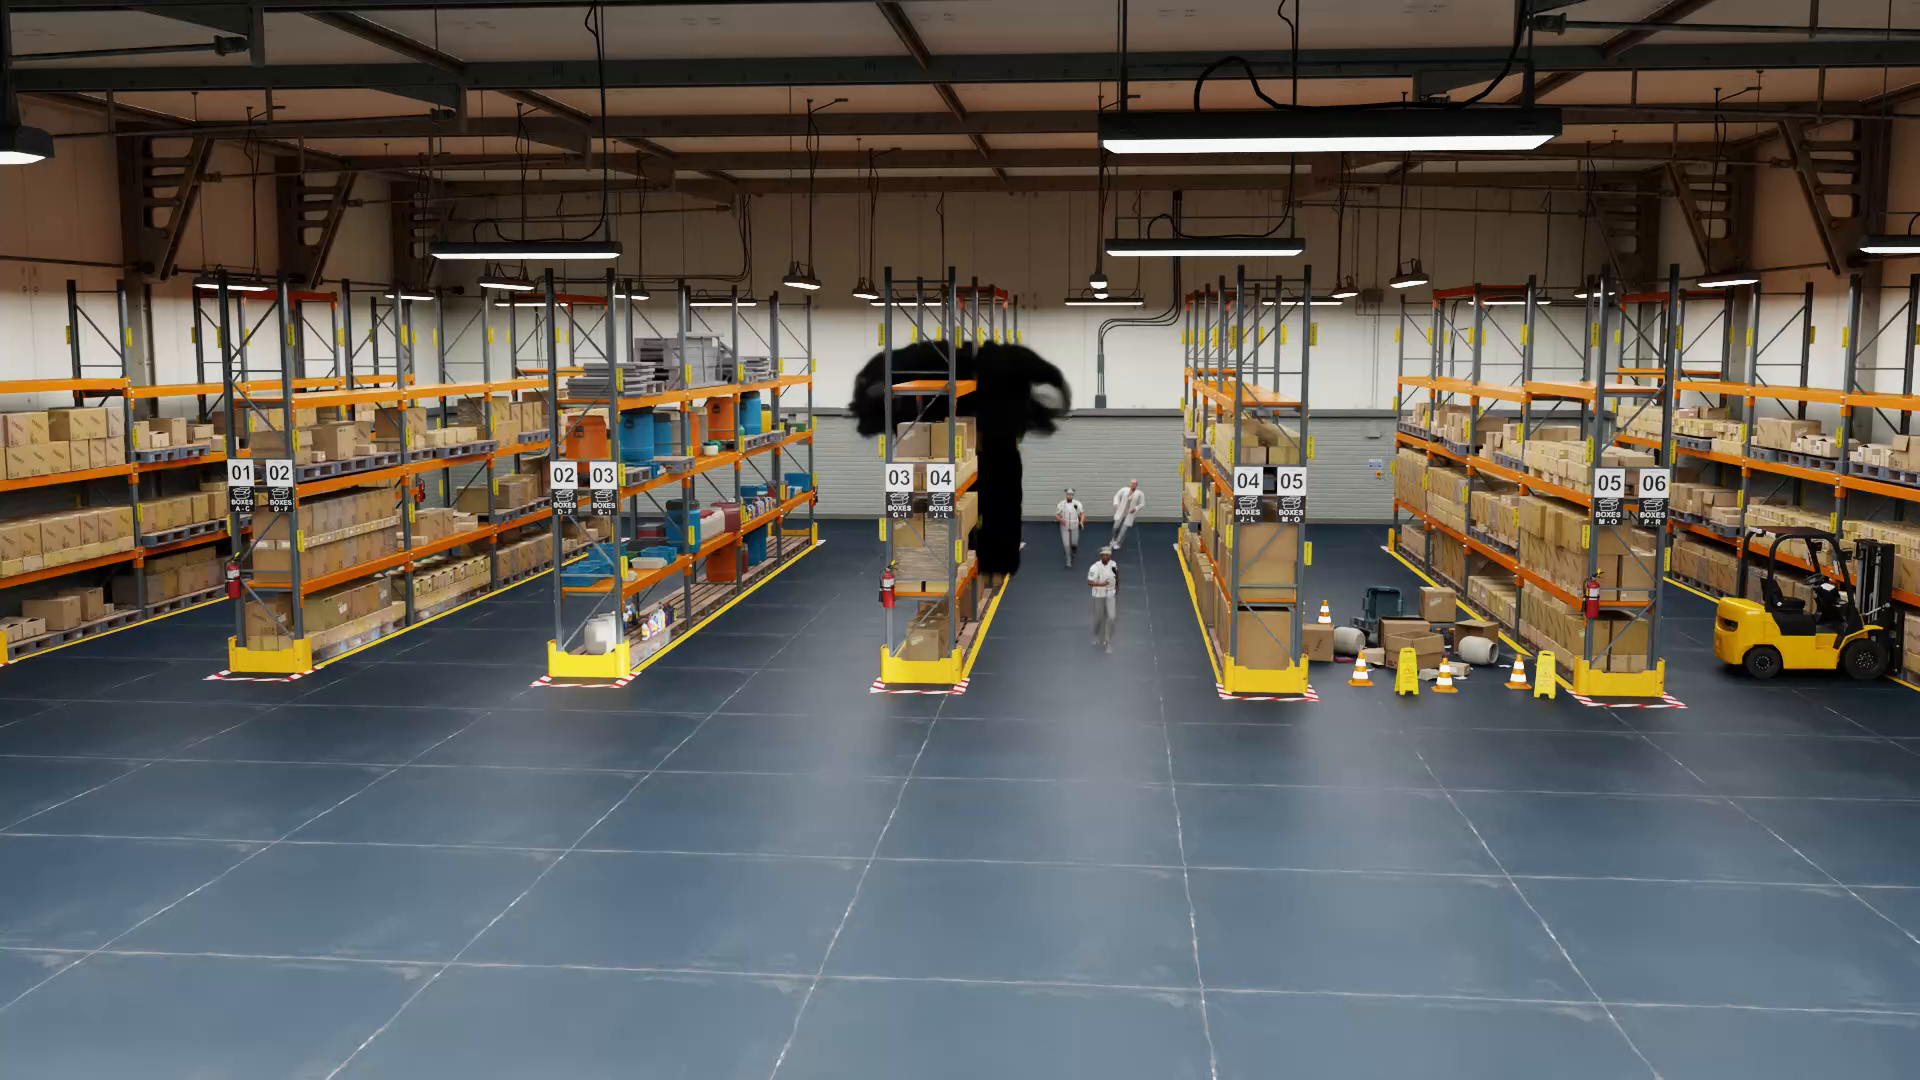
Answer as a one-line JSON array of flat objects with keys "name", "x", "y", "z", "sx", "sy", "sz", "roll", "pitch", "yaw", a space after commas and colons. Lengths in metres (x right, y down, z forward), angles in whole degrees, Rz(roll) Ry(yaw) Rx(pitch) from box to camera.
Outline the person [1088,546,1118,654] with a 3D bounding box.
[{"name": "person", "x": 2.296, "y": 0.937, "z": 26.734, "sx": 0.600, "sy": 1.735, "sz": 0.832, "roll": -2, "pitch": 7, "yaw": -15}]

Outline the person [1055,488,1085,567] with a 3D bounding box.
[{"name": "person", "x": 2.411, "y": -0.287, "z": 36.511, "sx": 0.664, "sy": 1.735, "sz": 0.599, "roll": 0, "pitch": 7, "yaw": 2}]

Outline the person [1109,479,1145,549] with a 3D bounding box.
[{"name": "person", "x": 3.940, "y": -0.610, "z": 39.289, "sx": 0.854, "sy": 1.683, "sz": 0.561, "roll": 2, "pitch": 7, "yaw": 13}]
